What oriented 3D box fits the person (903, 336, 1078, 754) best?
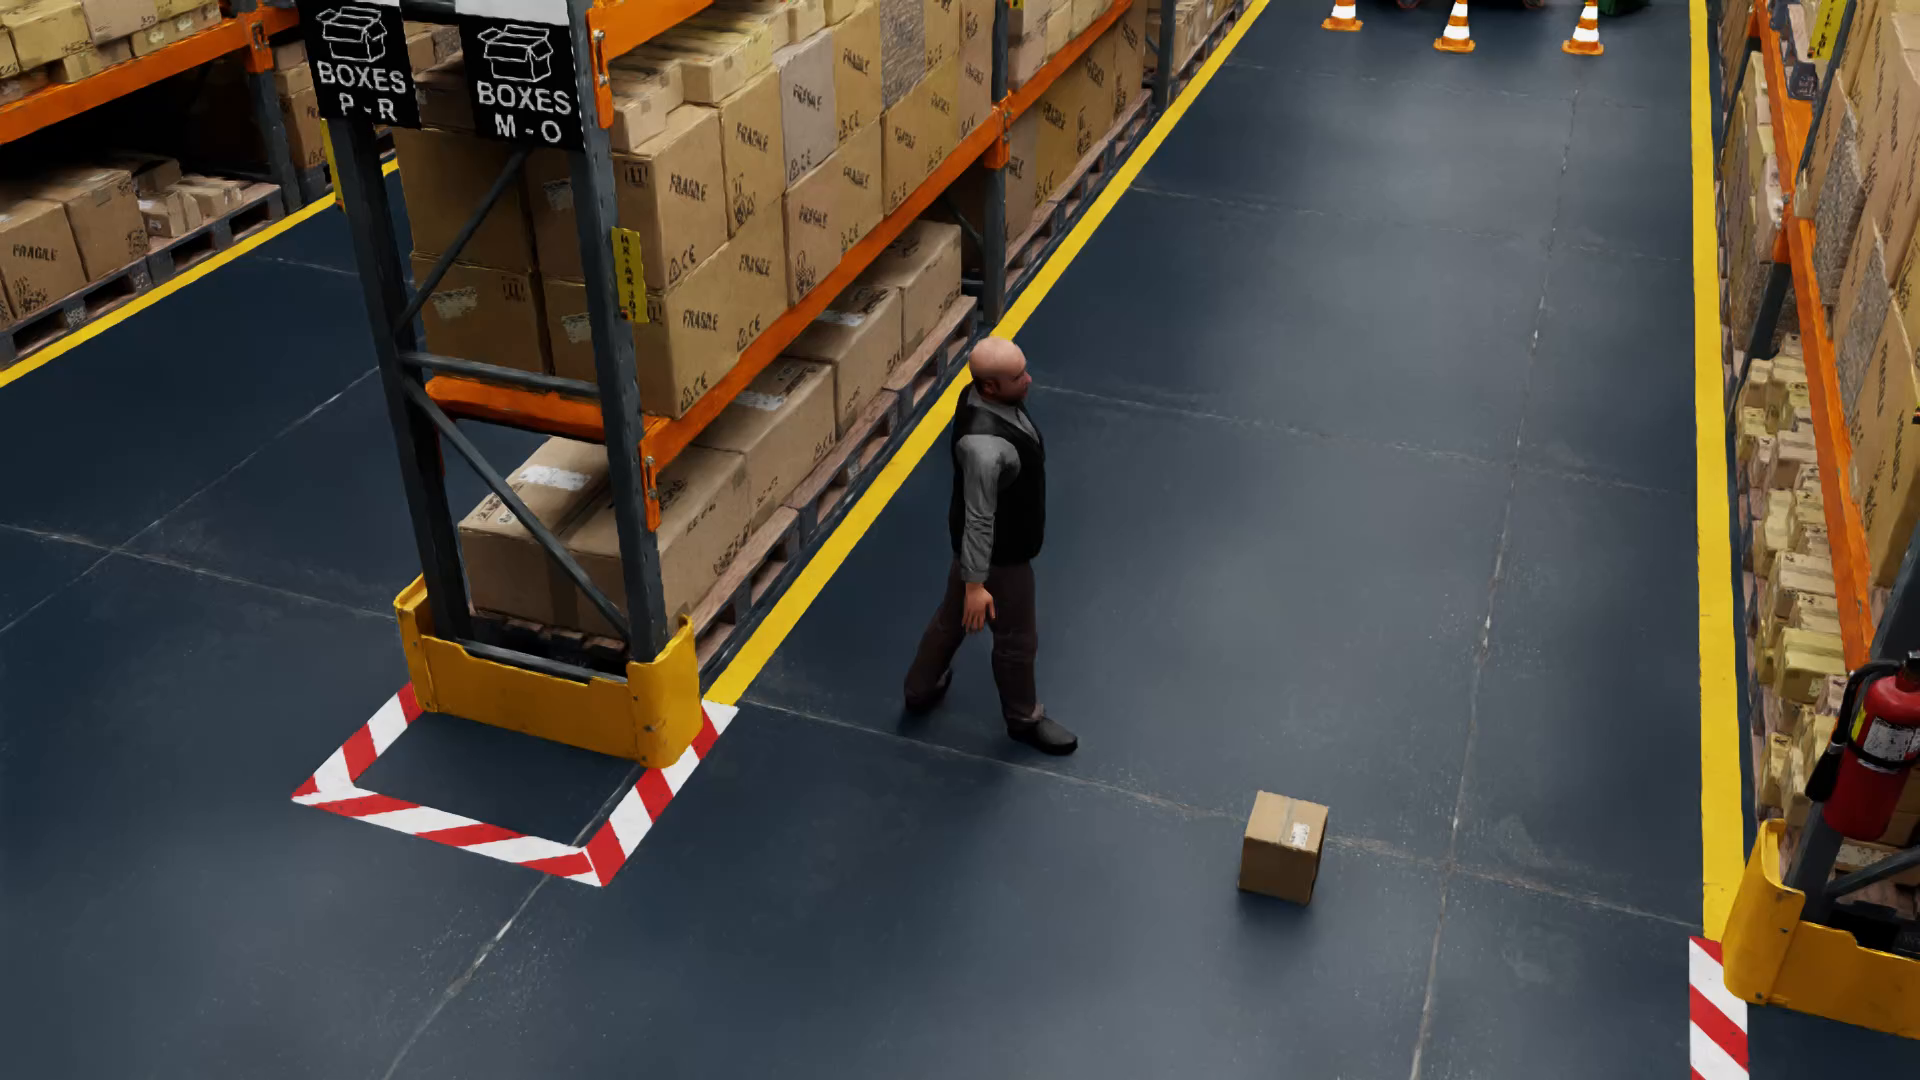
[{"bbox_3d":[0.116,0.038,6.120,0.672,1.702,0.686,-1,33,-2],"label":"person"}]
